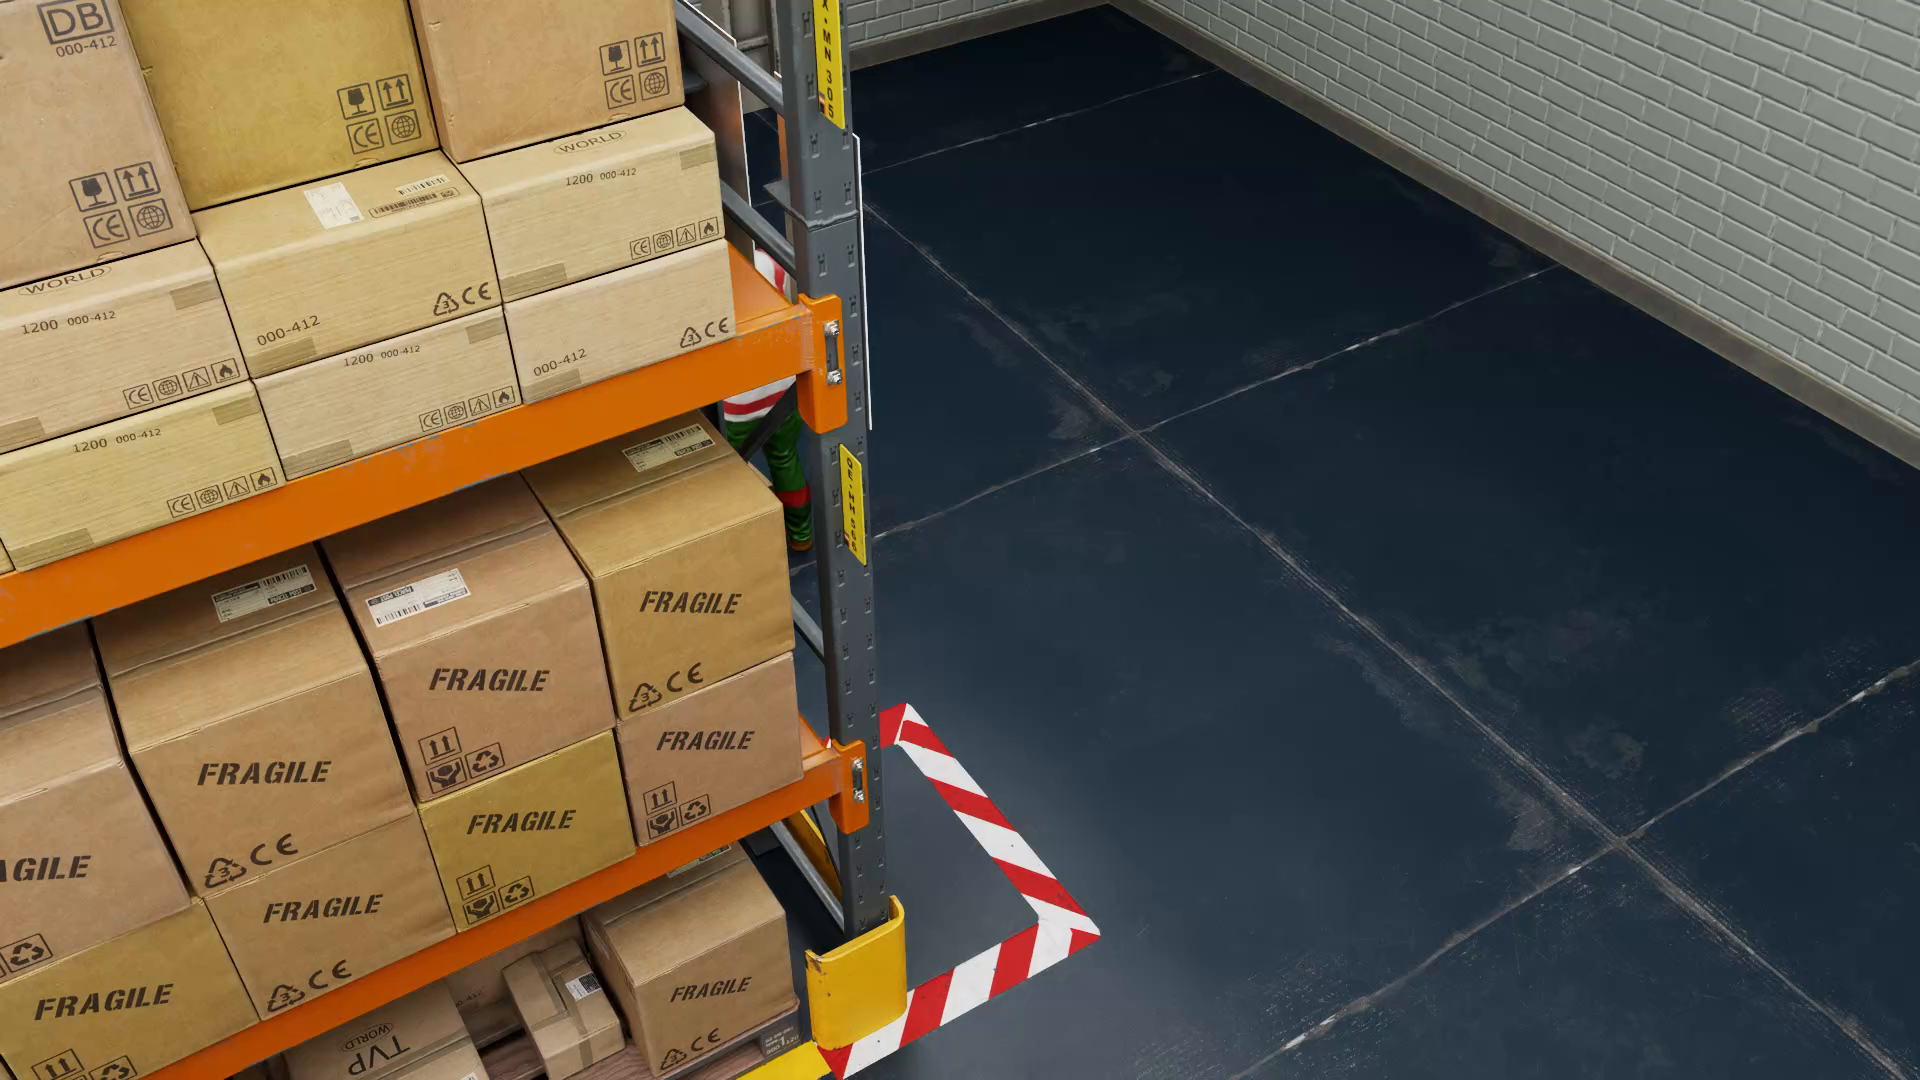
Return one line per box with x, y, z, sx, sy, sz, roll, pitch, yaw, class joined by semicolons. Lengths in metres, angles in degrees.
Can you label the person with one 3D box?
-0.900;-0.623;6.877;0.619;1.779;0.448;-25;46;-26;person
